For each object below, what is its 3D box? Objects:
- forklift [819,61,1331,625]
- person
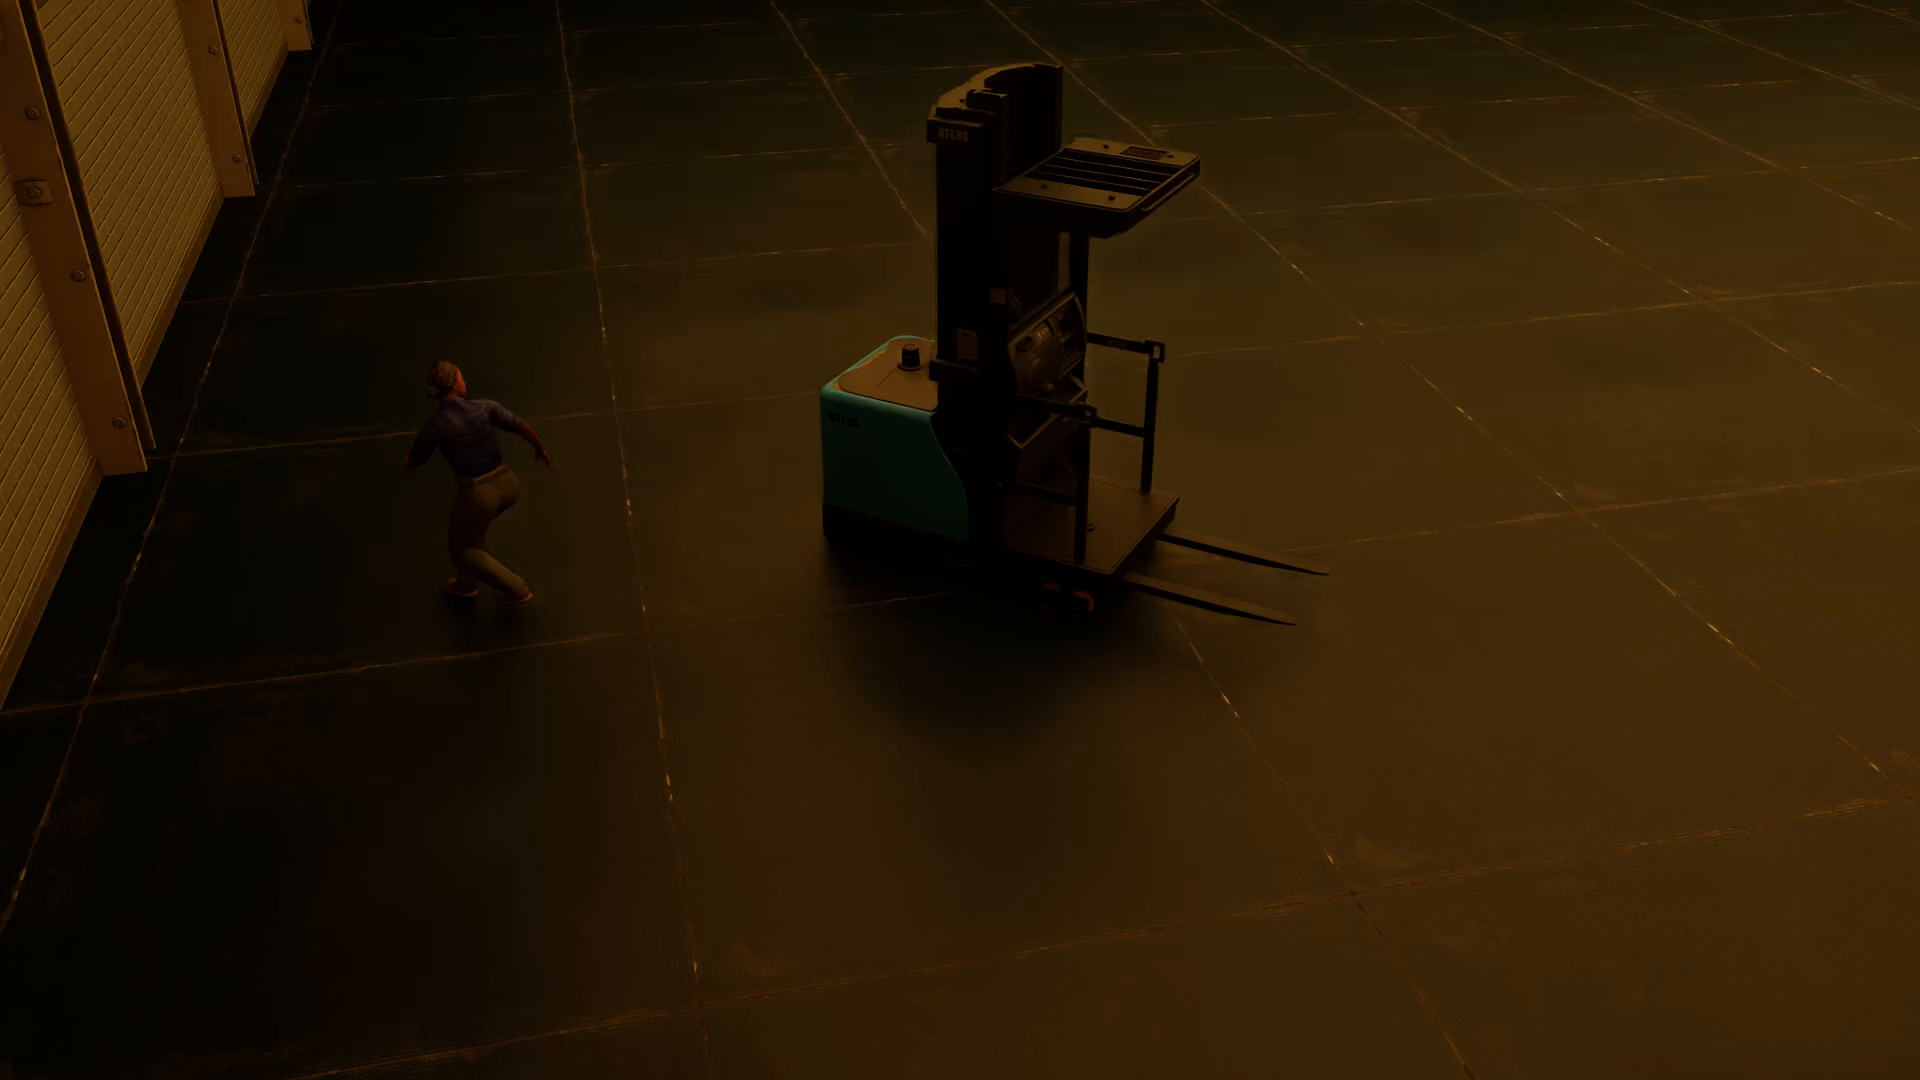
[{"bbox_3d":[0.685,-1.110,9.492,3.031,2.935,1.130,15,33,24],"label":"forklift"},{"bbox_3d":[-2.767,-0.358,9.573,0.817,1.531,0.785,23,37,34],"label":"person"}]
